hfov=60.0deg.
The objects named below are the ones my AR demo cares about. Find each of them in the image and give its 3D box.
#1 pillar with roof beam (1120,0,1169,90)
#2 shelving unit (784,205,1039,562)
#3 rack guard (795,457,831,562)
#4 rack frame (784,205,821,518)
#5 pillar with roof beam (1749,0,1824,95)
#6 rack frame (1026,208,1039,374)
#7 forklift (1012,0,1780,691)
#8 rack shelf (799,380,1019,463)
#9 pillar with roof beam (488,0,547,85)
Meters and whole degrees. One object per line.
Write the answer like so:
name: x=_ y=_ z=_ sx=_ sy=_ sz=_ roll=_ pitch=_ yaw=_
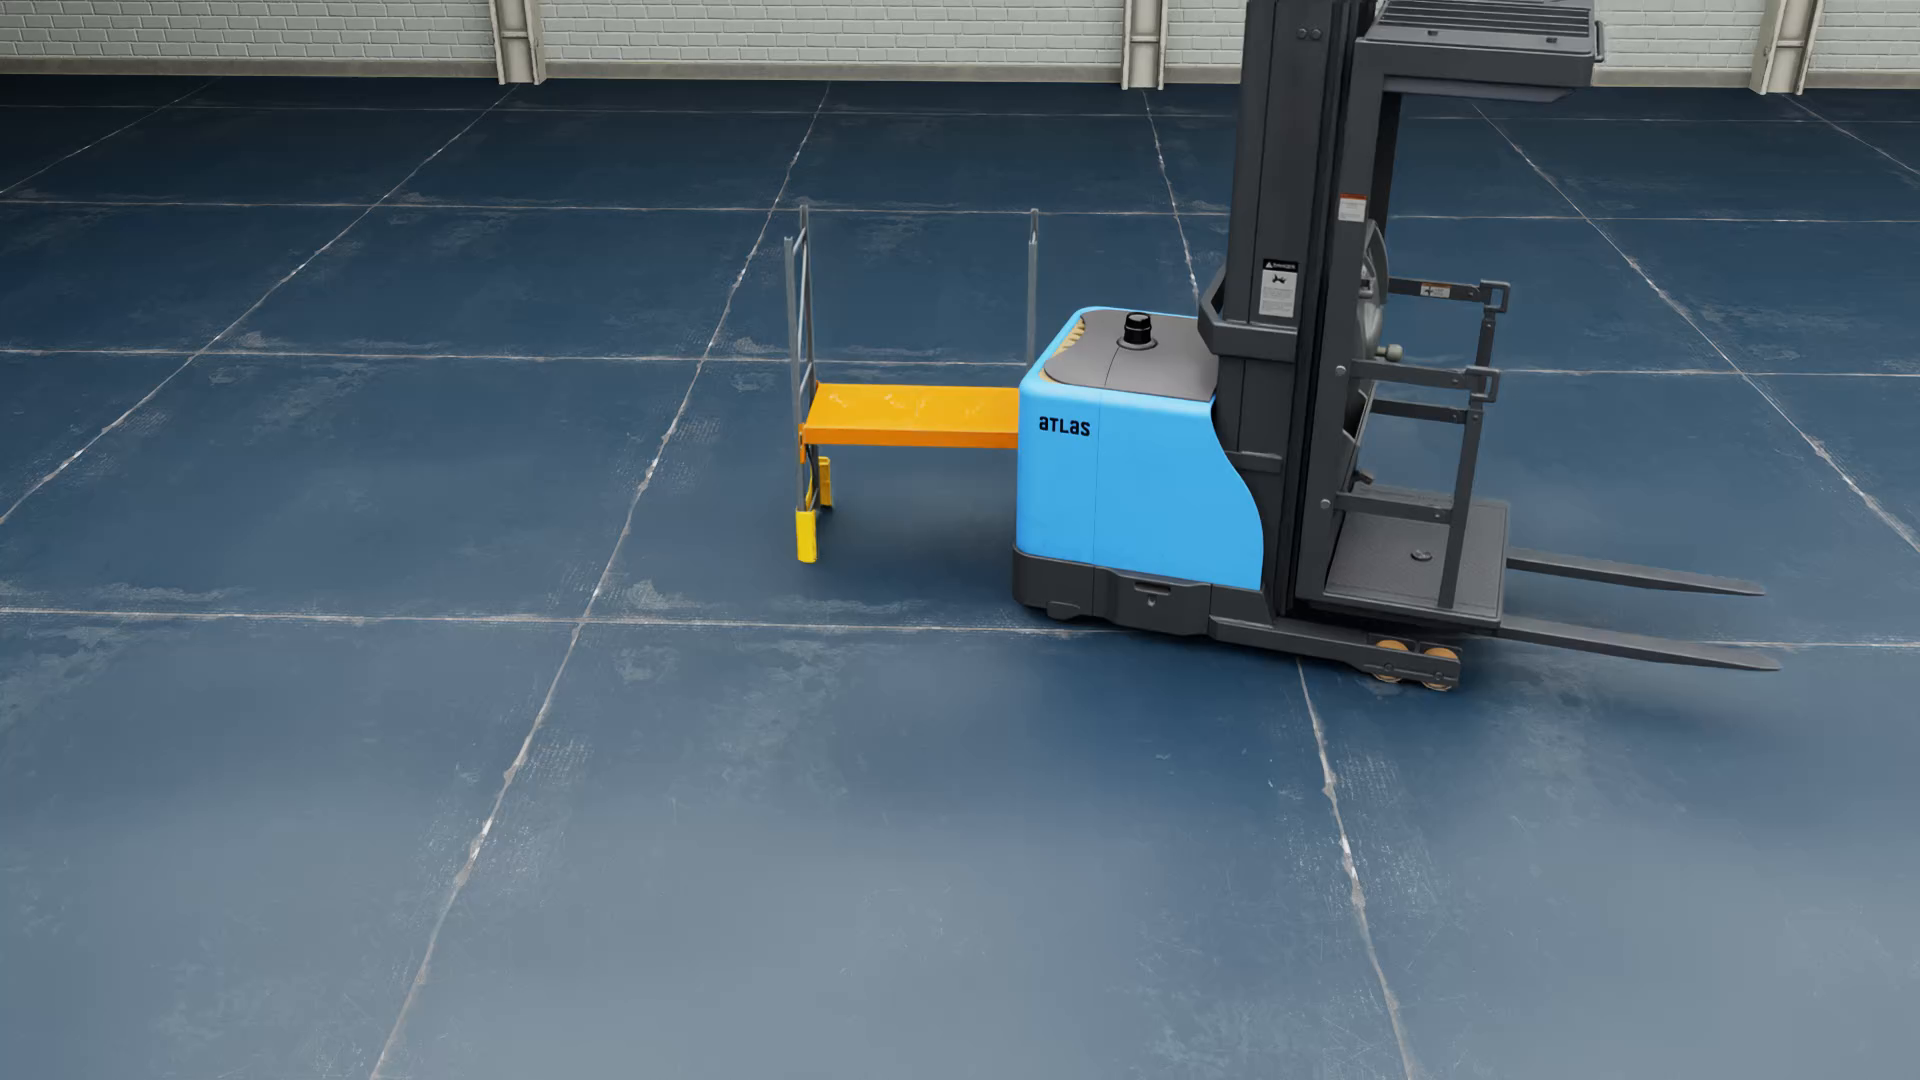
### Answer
pillar with roof beam: x=1.595 y=-6.330 z=10.084 sx=0.400 sy=9.000 sz=9.100 roll=1 pitch=28 yaw=2
shelving unit: x=-0.184 y=-0.687 z=7.445 sx=1.083 sy=1.500 sz=0.587 roll=2 pitch=28 yaw=3
rack guard: x=-0.681 y=-0.149 z=7.764 sx=0.087 sy=0.250 sz=0.587 roll=2 pitch=28 yaw=3
rack frame: x=-0.701 y=-0.701 z=7.472 sx=0.032 sy=1.500 sz=0.500 roll=2 pitch=28 yaw=3
pillar with roof beam: x=7.592 y=-6.231 z=9.897 sx=0.400 sy=9.000 sz=9.100 roll=1 pitch=28 yaw=2
rack frame: x=0.314 y=-0.673 z=7.419 sx=0.032 sy=1.500 sz=0.500 roll=2 pitch=28 yaw=3
forklift: x=1.798 y=-0.976 z=6.462 sx=3.031 sy=2.935 sz=1.130 roll=9 pitch=29 yaw=16
rack shelf: x=-0.193 y=-0.529 z=7.530 sx=1.000 sy=0.185 sz=0.538 roll=2 pitch=28 yaw=3
pillar with roof beam: x=-4.401 y=-6.429 z=10.271 sx=0.400 sy=9.000 sz=9.100 roll=1 pitch=28 yaw=2
